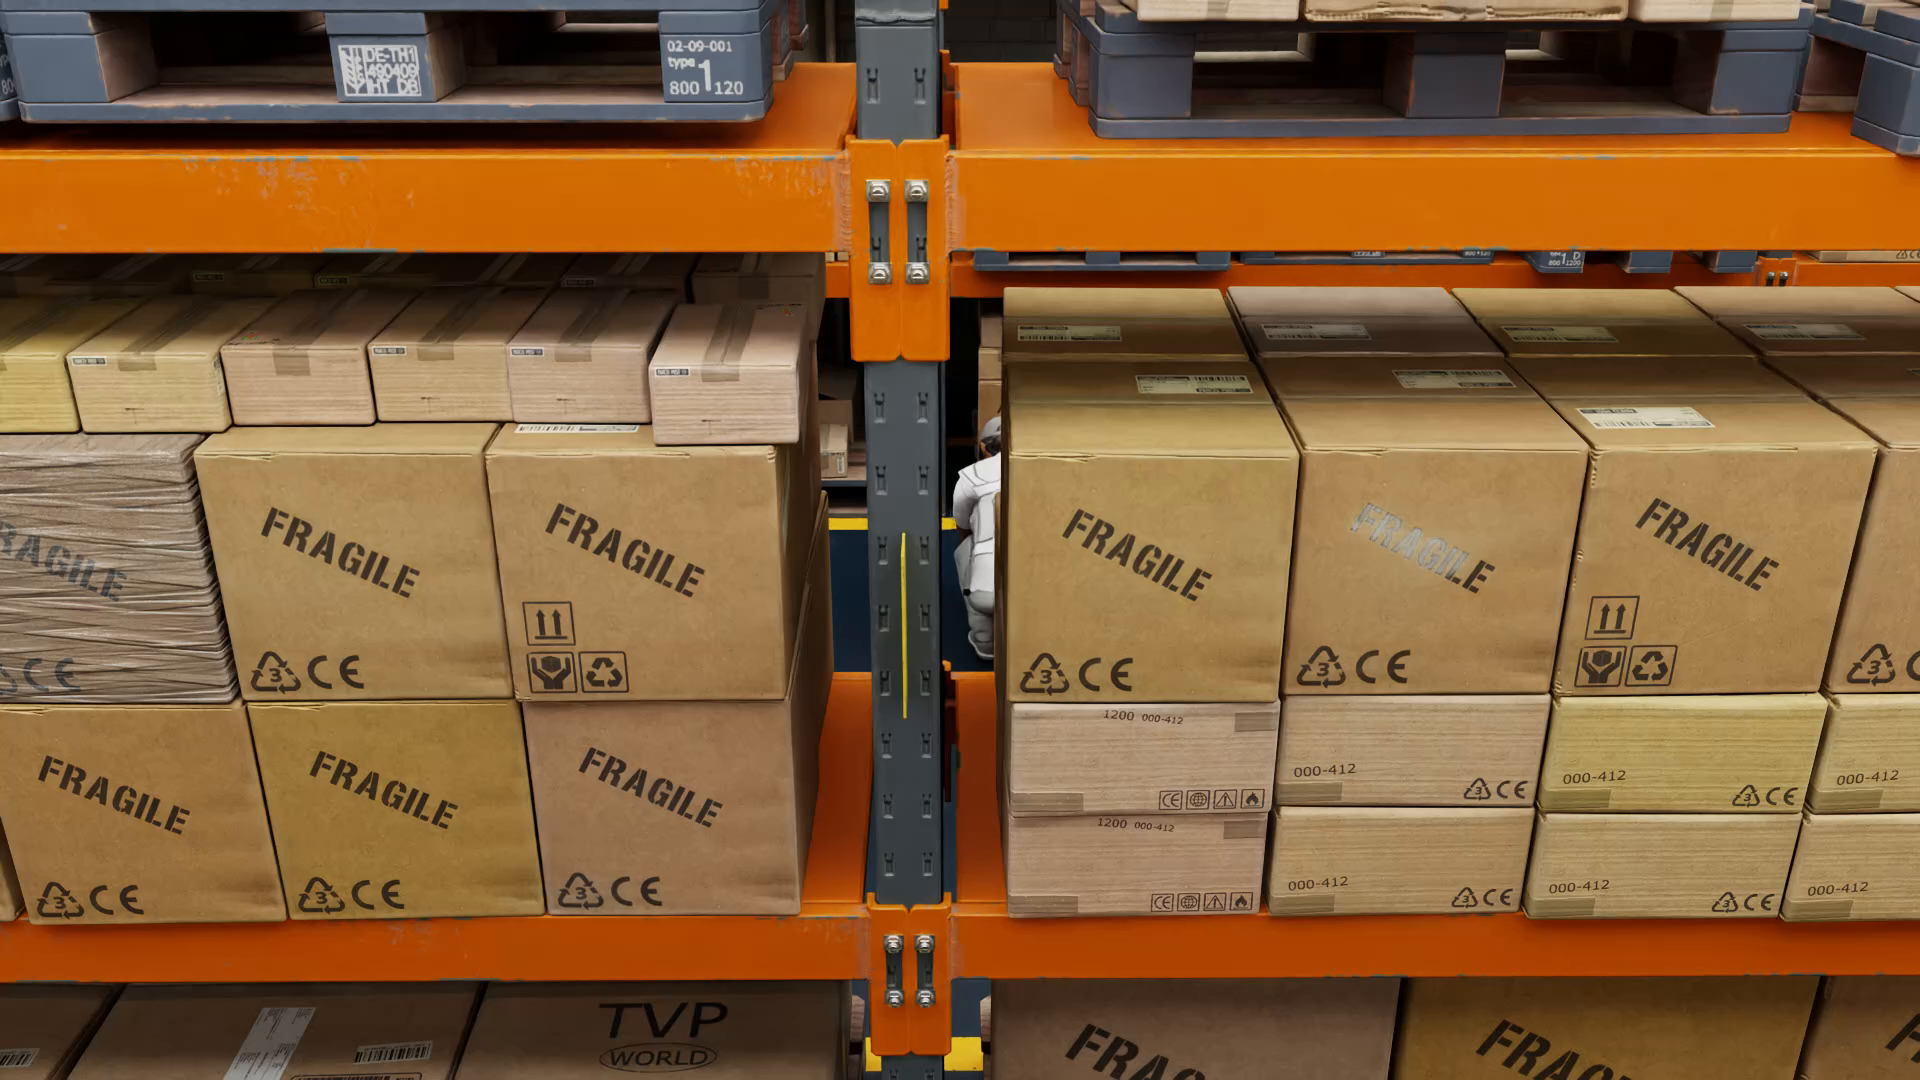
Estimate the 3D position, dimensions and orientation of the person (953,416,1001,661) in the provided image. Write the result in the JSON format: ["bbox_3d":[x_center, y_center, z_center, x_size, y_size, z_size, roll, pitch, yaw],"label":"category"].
[{"bbox_3d":[0.230,0.012,6.979,0.518,0.937,0.845,0,24,0],"label":"person"}]
